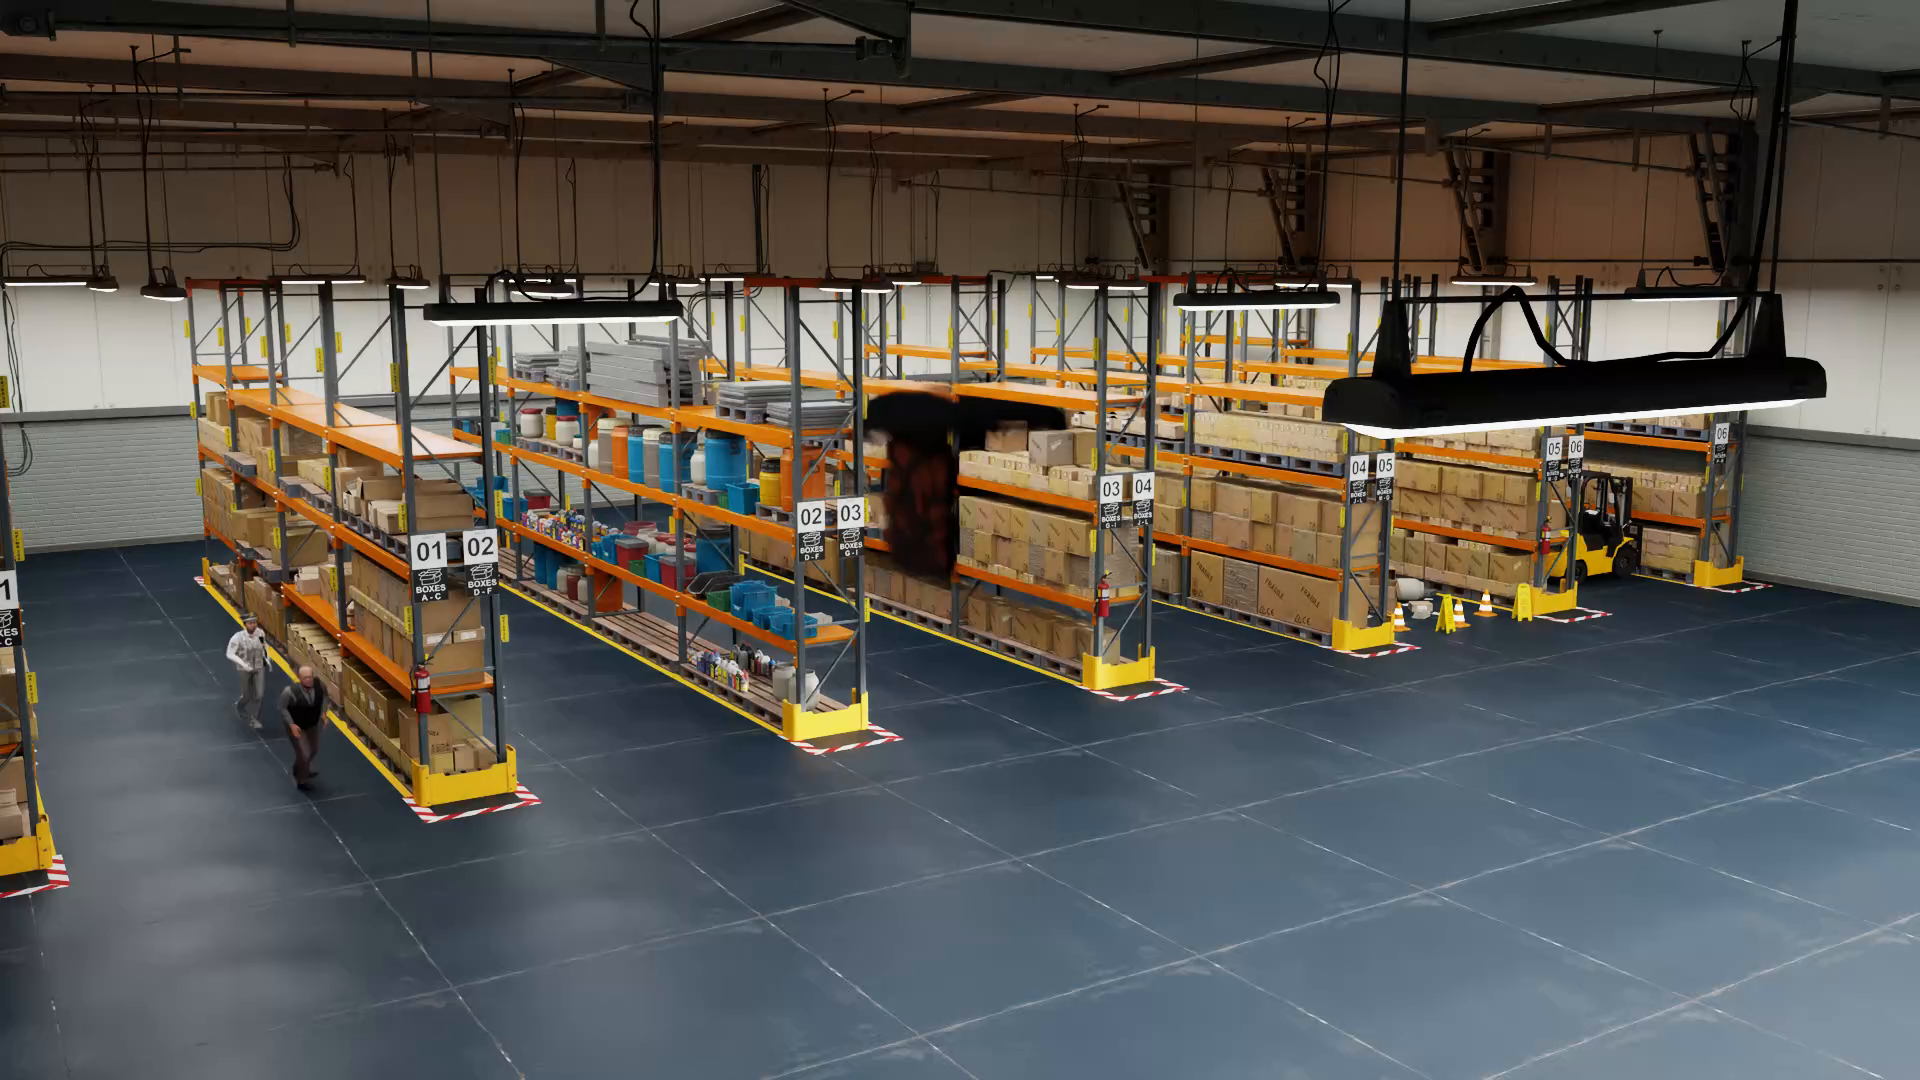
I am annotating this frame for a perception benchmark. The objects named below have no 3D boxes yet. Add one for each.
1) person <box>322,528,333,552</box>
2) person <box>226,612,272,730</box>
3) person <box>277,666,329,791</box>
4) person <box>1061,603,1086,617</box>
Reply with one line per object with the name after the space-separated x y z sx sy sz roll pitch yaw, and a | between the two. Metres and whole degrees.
-13.340 -0.233 34.701 0.591 1.568 0.820 -9 13 -42 | person
-9.724 1.757 22.724 0.609 1.640 0.716 -9 13 -42 | person
-7.928 2.228 20.043 0.838 1.582 0.698 6 11 31 | person
2.068 0.466 29.170 0.758 1.713 0.640 7 12 37 | person
